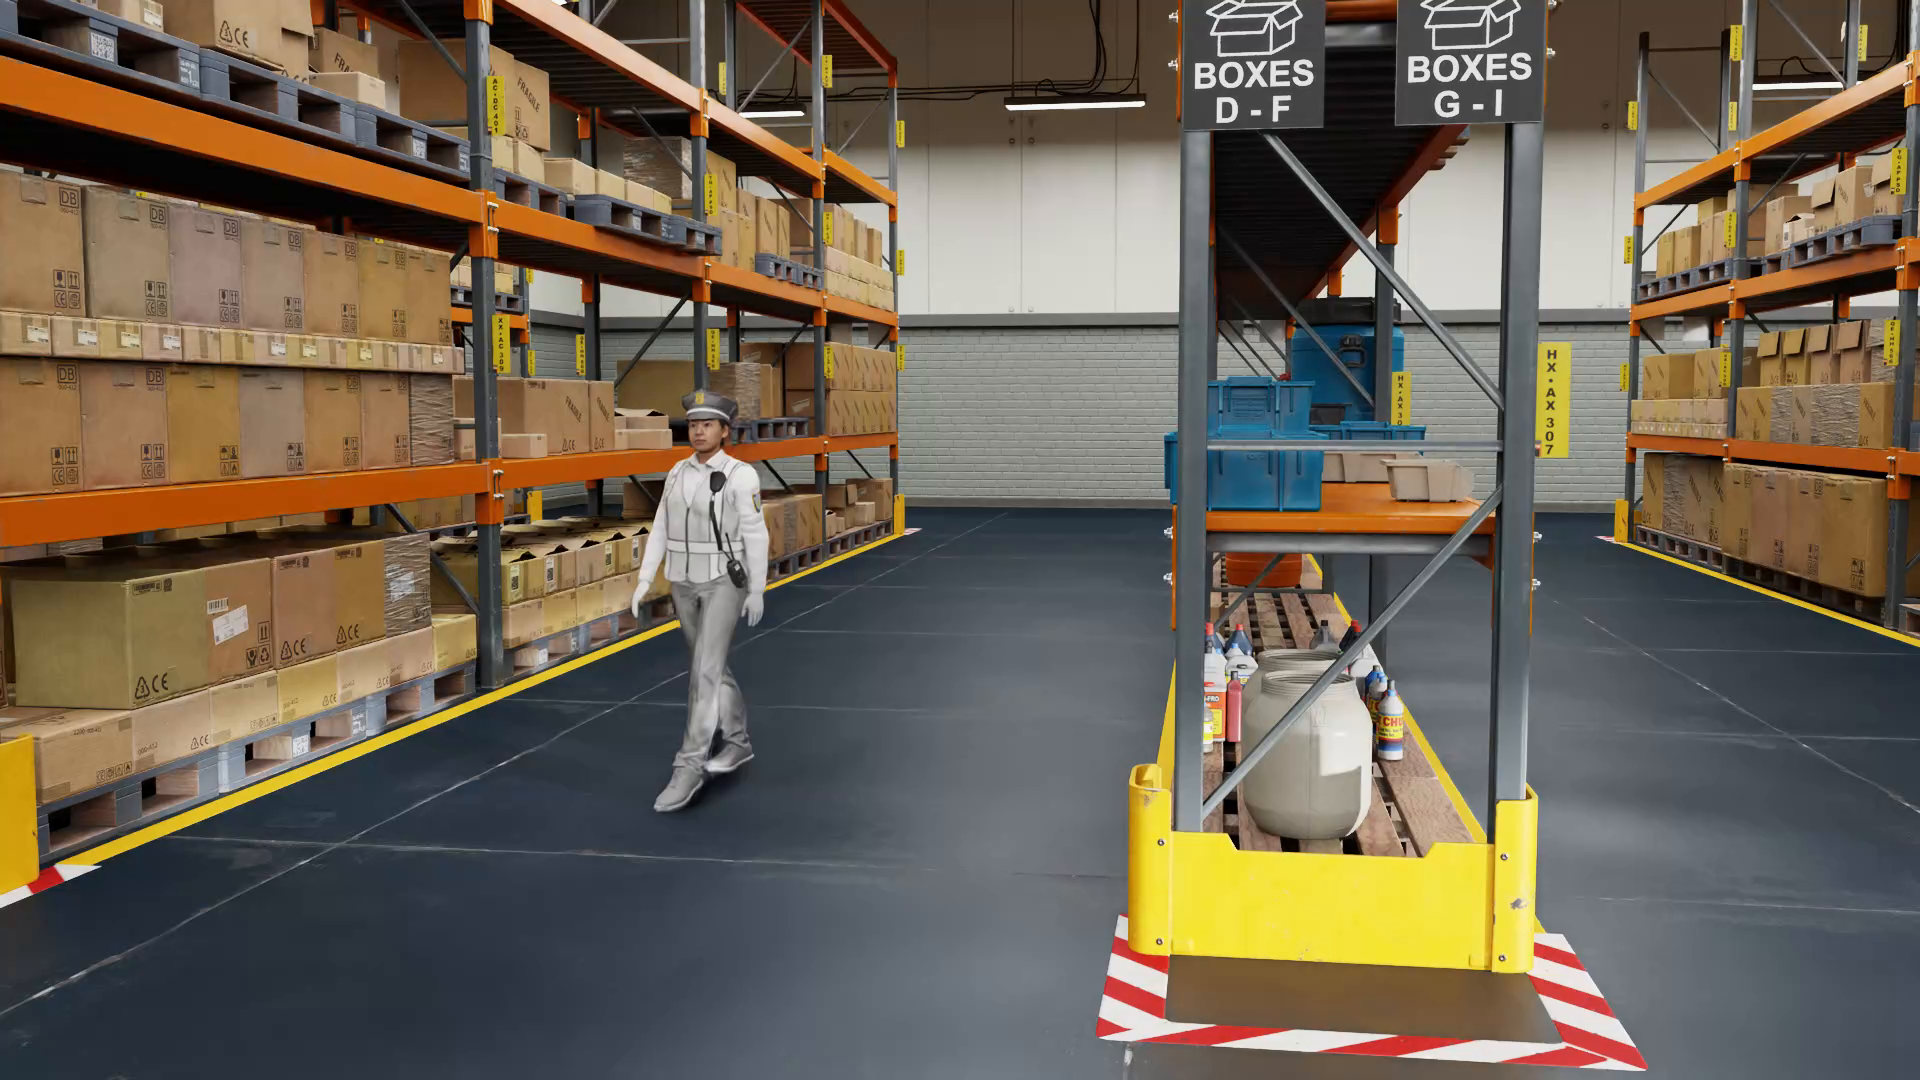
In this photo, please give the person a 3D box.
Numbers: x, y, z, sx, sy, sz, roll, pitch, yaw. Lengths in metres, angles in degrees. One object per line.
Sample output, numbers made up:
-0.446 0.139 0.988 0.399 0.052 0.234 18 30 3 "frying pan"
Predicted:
-1.126 0.213 7.007 0.486 1.686 0.822 3 5 30 "person"
